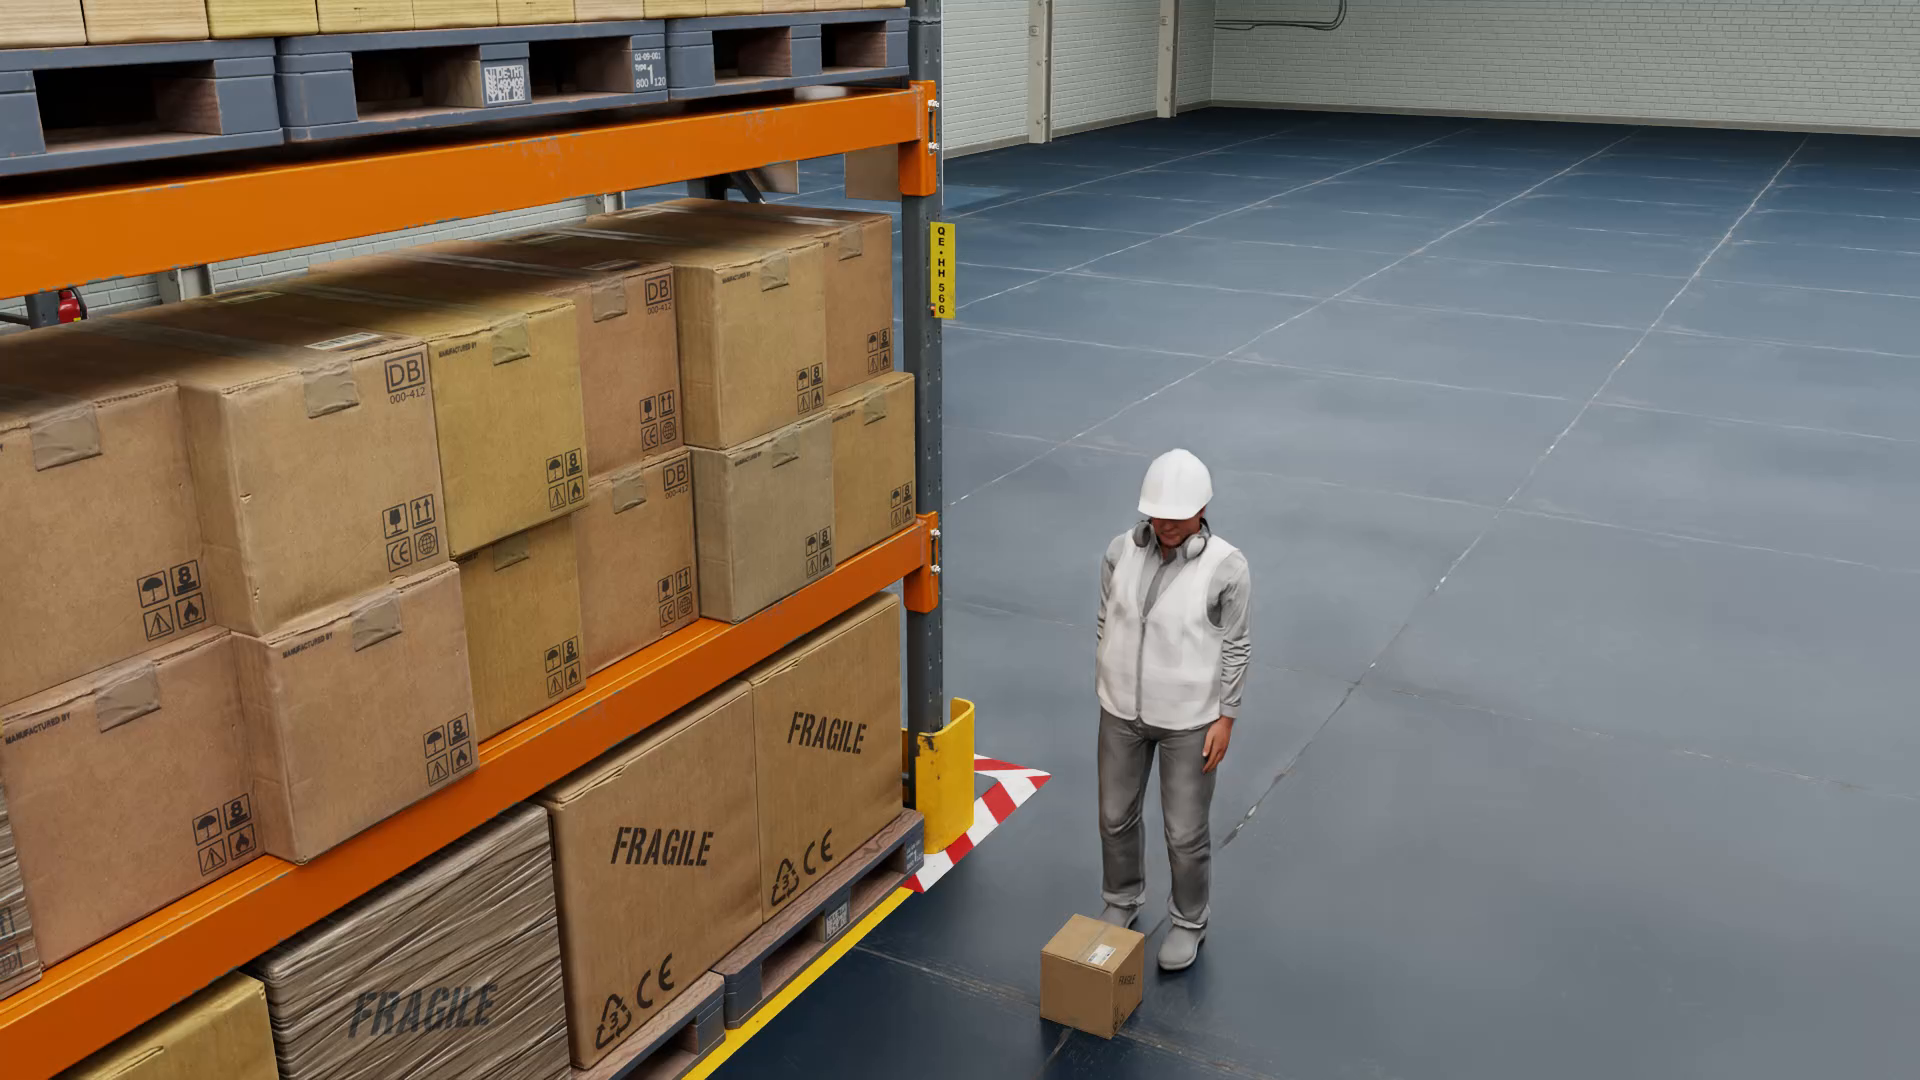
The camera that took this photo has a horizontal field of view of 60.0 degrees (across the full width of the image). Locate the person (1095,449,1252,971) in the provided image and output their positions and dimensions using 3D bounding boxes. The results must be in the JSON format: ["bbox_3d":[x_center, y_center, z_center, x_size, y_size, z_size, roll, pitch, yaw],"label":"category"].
[{"bbox_3d":[0.680,0.557,5.466,0.533,1.771,0.357,11,22,29],"label":"person"}]
